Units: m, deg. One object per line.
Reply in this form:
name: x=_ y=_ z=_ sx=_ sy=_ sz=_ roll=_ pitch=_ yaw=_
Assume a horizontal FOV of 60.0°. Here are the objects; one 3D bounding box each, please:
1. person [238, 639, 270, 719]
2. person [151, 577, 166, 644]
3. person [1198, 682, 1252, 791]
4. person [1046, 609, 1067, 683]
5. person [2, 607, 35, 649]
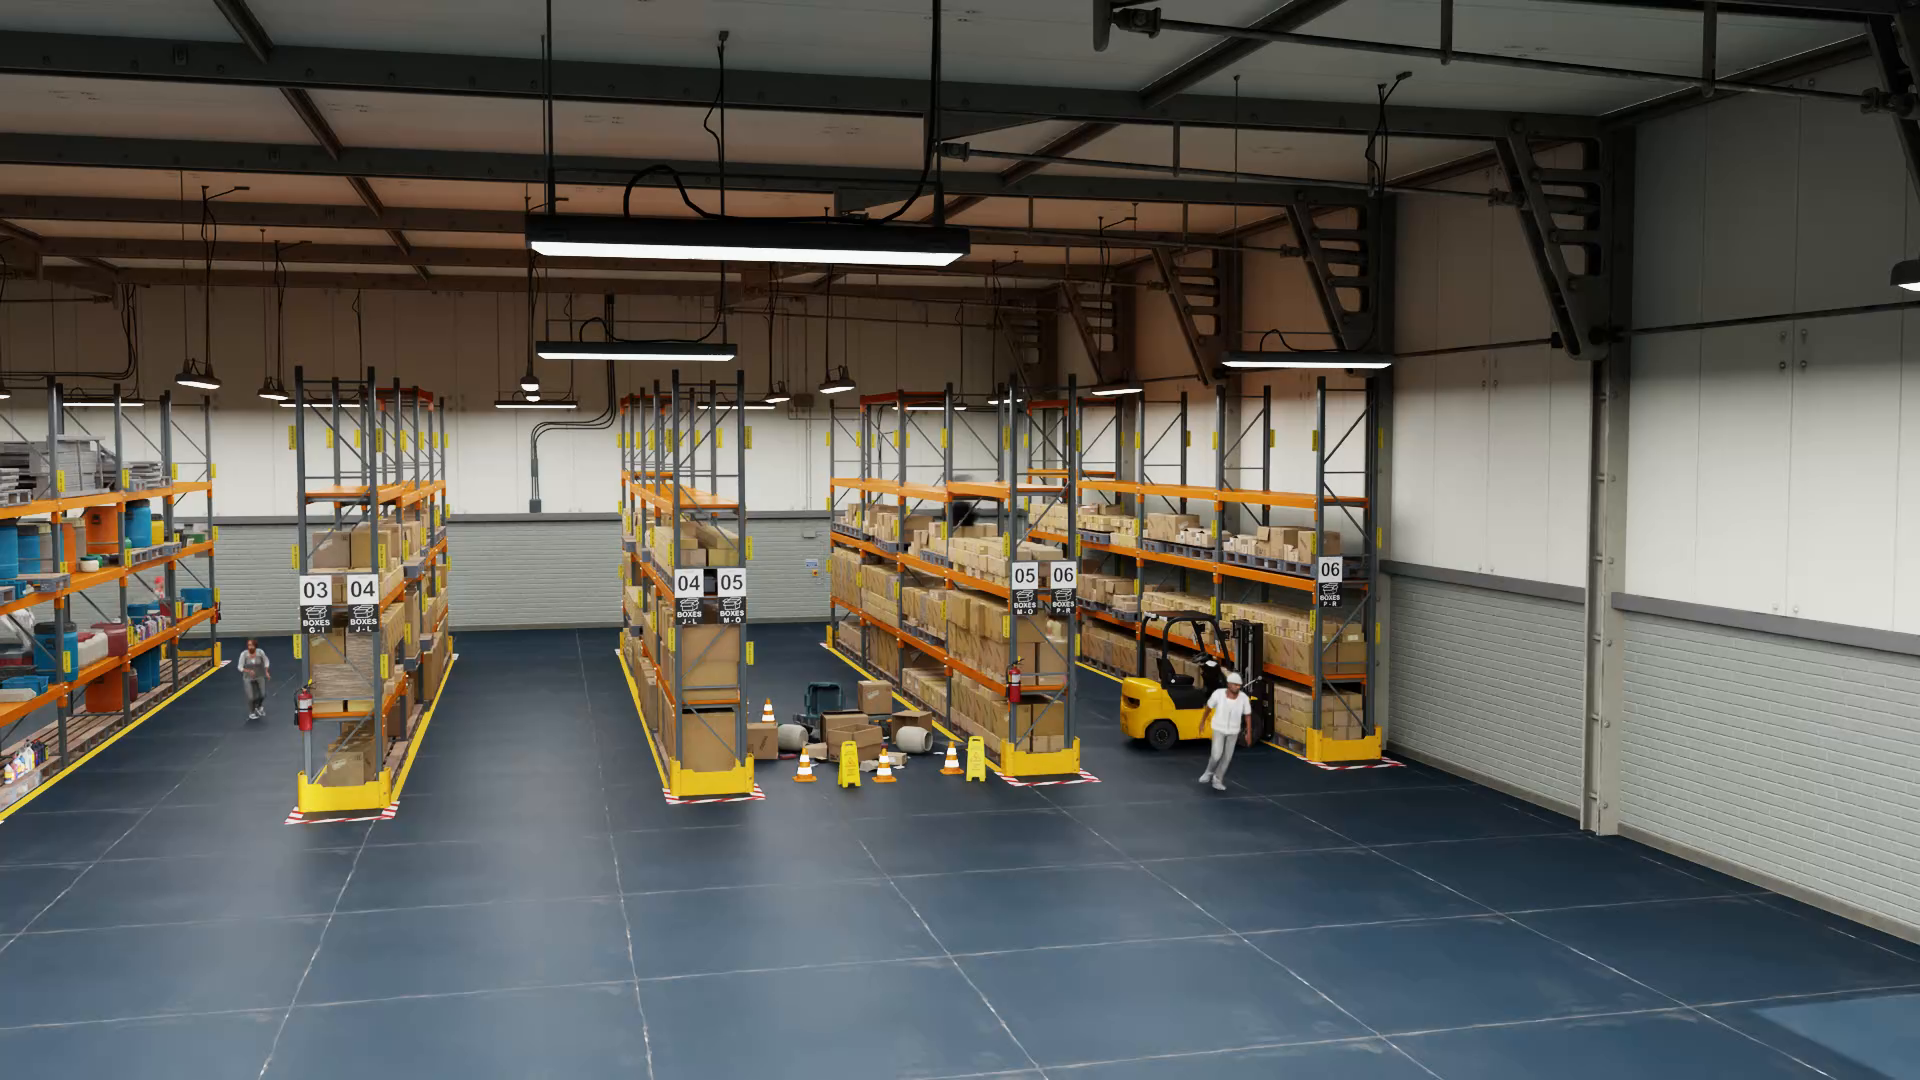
person: x=-12.614 y=2.488 z=29.719 sx=0.536 sy=1.492 sz=0.744 roll=-2 pitch=4 yaw=-28
person: x=-18.968 y=1.766 z=39.305 sx=0.804 sy=1.821 sz=0.674 roll=1 pitch=3 yaw=8
person: x=3.793 y=2.748 z=23.748 sx=0.696 sy=1.681 sz=0.572 roll=0 pitch=3 yaw=-8
person: x=1.889 y=2.201 z=33.572 sx=0.569 sy=1.579 sz=0.882 roll=-2 pitch=4 yaw=-32
person: x=-20.643 y=1.991 z=36.539 sx=0.846 sy=1.650 sz=0.633 roll=2 pitch=4 yaw=32
